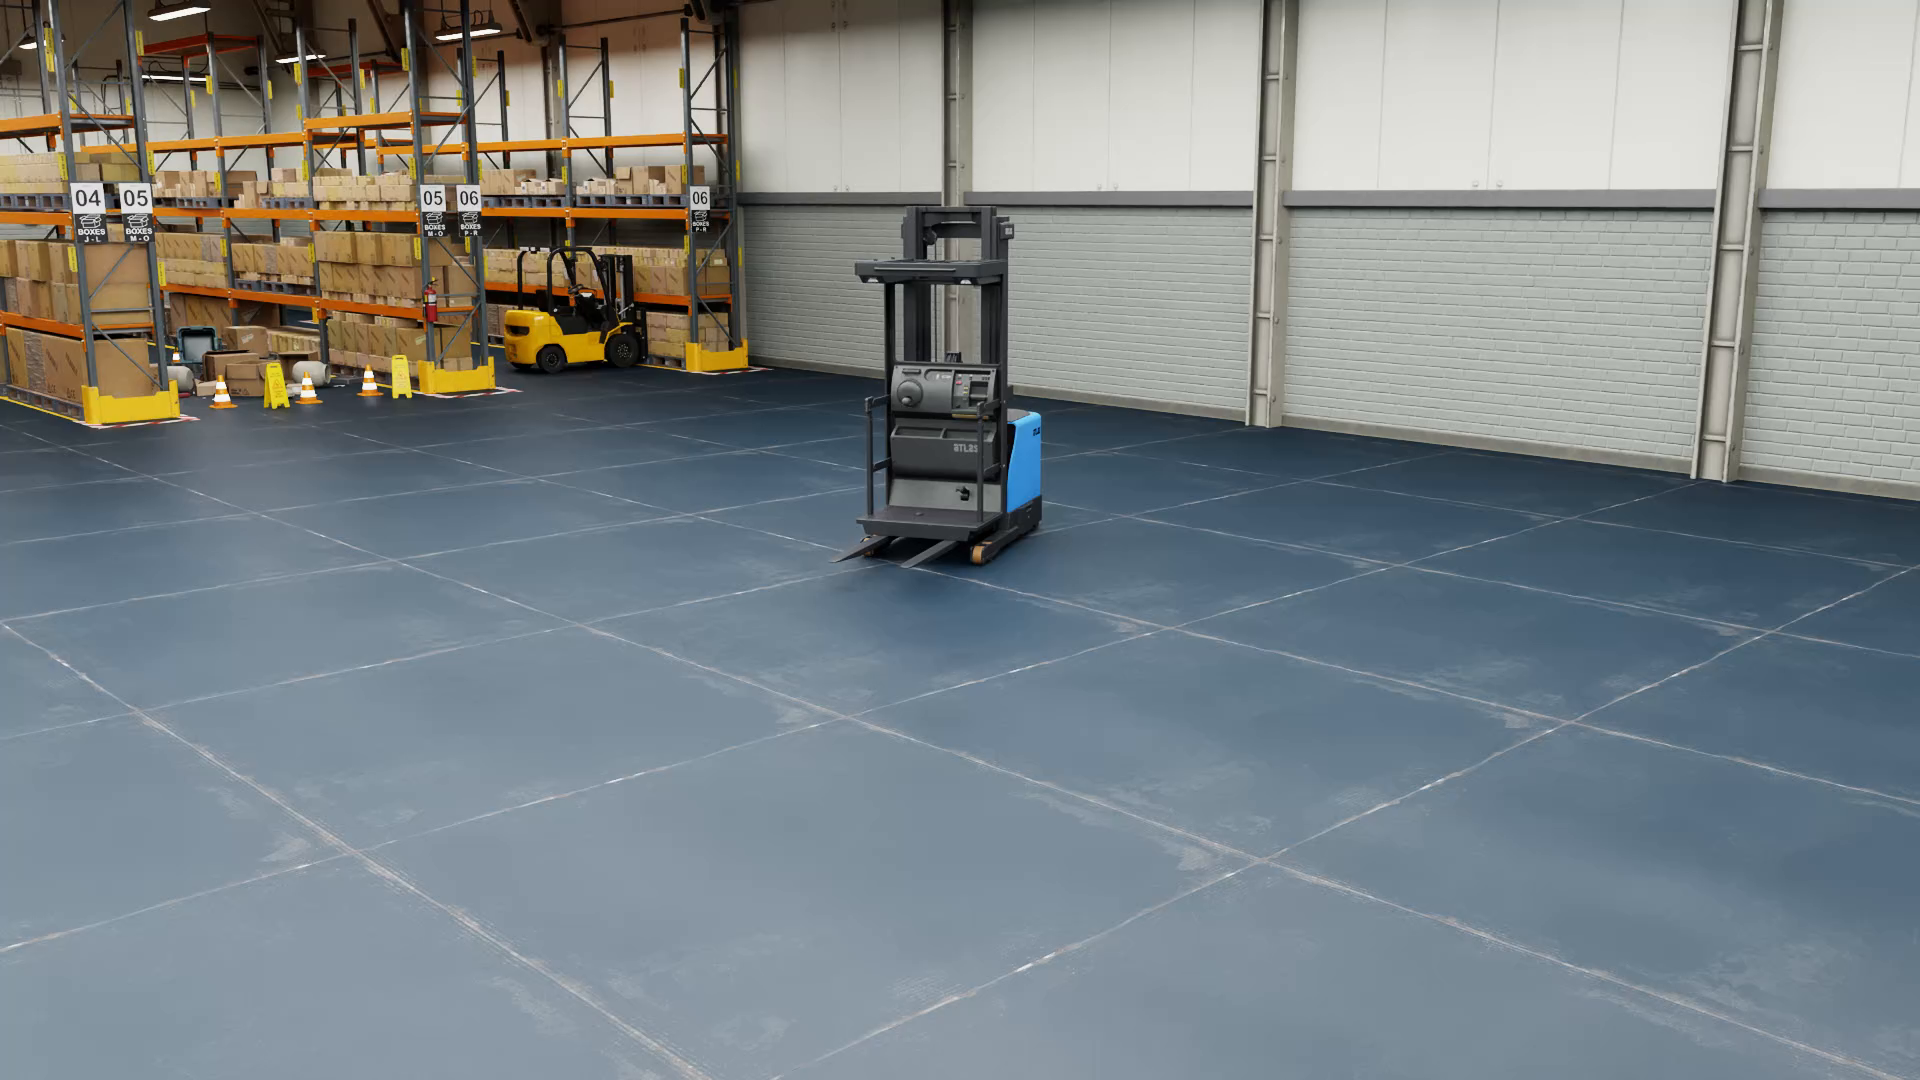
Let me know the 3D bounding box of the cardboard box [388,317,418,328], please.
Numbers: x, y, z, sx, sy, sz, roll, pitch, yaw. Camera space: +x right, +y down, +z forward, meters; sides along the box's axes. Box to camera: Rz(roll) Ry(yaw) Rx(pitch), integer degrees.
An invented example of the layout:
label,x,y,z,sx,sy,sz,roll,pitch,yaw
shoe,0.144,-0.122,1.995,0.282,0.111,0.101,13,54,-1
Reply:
label,x,y,z,sx,sy,sz,roll,pitch,yaw
cardboard box,-8.992,-3.516,26.851,0.380,0.149,0.250,-10,15,-41

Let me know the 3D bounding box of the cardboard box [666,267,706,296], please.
label,x,y,z,sx,sy,sz,roll,pitch,yaw
cardboard box,-4.891,-4.624,29.672,0.500,0.500,0.500,-11,16,-44

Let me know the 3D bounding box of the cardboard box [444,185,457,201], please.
label,x,y,z,sx,sy,sz,roll,pitch,yaw
cardboard box,-8.103,-5.499,26.370,0.500,0.250,0.500,-11,16,-44

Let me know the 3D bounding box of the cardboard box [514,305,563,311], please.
label,x,y,z,sx,sy,sz,roll,pitch,yaw
cardboard box,-8.543,-4.464,33.990,0.625,0.625,0.875,11,16,43

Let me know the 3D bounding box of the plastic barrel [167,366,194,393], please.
label,x,y,z,sx,sy,sz,roll,pitch,yaw
plastic barrel,-12.328,-2.513,26.059,0.512,0.421,0.421,-1,12,-4

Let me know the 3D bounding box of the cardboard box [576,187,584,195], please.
label,x,y,z,sx,sy,sz,roll,pitch,yaw
cardboard box,-7.033,-6.616,31.491,0.380,0.149,0.250,-10,16,-41

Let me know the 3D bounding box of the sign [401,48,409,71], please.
label,x,y,z,sx,sy,sz,roll,pitch,yaw
sign,-8.364,-7.246,25.074,0.100,0.325,0.005,-11,16,-43

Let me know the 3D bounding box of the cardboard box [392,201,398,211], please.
label,x,y,z,sx,sy,sz,roll,pitch,yaw
cardboard box,-8.751,-5.282,26.303,0.380,0.149,0.250,-10,15,-41

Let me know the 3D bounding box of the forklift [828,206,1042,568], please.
label,x,y,z,sx,sy,sz,roll,pitch,yaw
forklift,-0.210,-1.316,14.033,1.130,2.935,3.031,4,12,19

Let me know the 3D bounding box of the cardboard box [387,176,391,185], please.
label,x,y,z,sx,sy,sz,roll,pitch,yaw
cardboard box,-8.873,-5.714,26.425,0.380,0.149,0.250,-11,16,-42

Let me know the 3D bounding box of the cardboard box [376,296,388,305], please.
label,x,y,z,sx,sy,sz,roll,pitch,yaw
cardboard box,-9.295,-3.926,27.155,0.380,0.149,0.250,-11,16,-43

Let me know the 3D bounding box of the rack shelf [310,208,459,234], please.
label,x,y,z,sx,sy,sz,roll,pitch,yaw
rack shelf,-9.329,-5.256,27.338,1.077,0.370,4.000,-11,16,-43

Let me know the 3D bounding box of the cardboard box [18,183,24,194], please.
label,x,y,z,sx,sy,sz,roll,pitch,yaw
cardboard box,-13.165,-5.005,23.670,0.380,0.149,0.250,-11,16,-42

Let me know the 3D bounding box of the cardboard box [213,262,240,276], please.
label,x,y,z,sx,sy,sz,roll,pitch,yaw
cardboard box,-13.991,-5.221,31.954,0.500,0.250,0.500,-11,16,-43

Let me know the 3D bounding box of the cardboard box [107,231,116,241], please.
label,x,y,z,sx,sy,sz,roll,pitch,yaw
cardboard box,-18.149,-6.463,36.121,0.500,0.500,0.500,-11,16,-43

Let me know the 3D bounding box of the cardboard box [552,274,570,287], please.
label,x,y,z,sx,sy,sz,roll,pitch,yaw
cardboard box,-7.660,-5.087,32.540,0.500,0.250,0.500,-10,16,-41

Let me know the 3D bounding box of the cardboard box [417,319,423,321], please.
label,x,y,z,sx,sy,sz,roll,pitch,yaw
cardboard box,-11.760,-5.020,36.999,0.500,0.500,0.500,11,16,43

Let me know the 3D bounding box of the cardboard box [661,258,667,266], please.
label,x,y,z,sx,sy,sz,roll,pitch,yaw
cardboard box,-5.136,-4.997,29.878,0.380,0.149,0.250,-11,16,-42

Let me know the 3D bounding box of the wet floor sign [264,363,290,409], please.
label,x,y,z,sx,sy,sz,roll,pitch,yaw
wet floor sign,-10.007,-2.261,24.288,0.232,0.644,0.267,8,14,35

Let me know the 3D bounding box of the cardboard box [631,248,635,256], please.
label,x,y,z,sx,sy,sz,roll,pitch,yaw
cardboard box,-5.824,-5.298,30.599,0.380,0.149,0.250,-11,16,-42

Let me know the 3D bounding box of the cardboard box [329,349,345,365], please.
label,x,y,z,sx,sy,sz,roll,pitch,yaw
cardboard box,-10.498,-3.166,28.619,0.500,0.250,0.500,11,16,43

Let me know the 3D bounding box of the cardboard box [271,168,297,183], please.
label,x,y,z,sx,sy,sz,roll,pitch,yaw
cardboard box,-11.924,-6.490,29.636,0.500,0.250,0.500,-11,16,-42

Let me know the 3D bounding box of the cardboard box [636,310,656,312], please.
label,x,y,z,sx,sy,sz,roll,pitch,yaw
cardboard box,-5.961,-4.133,30.833,0.500,0.250,0.500,-11,16,-44

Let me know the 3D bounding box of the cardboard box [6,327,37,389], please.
label,x,y,z,sx,sy,sz,roll,pitch,yaw
cardboard box,-13.837,-2.790,25.244,0.875,0.875,0.875,-11,16,-42

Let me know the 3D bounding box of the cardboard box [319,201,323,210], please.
label,x,y,z,sx,sy,sz,roll,pitch,yaw
cardboard box,-10.672,-5.697,28.316,0.380,0.149,0.250,-11,16,-43

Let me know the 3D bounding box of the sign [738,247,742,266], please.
label,x,y,z,sx,sy,sz,roll,pitch,yaw
sign,-3.955,-5.079,29.787,0.100,0.325,0.005,-11,16,-43

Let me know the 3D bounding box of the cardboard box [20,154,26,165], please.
label,x,y,z,sx,sy,sz,roll,pitch,yaw
cardboard box,-12.990,-5.358,23.411,0.380,0.149,0.250,-11,16,-42

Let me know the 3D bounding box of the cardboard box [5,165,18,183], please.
label,x,y,z,sx,sy,sz,roll,pitch,yaw
cardboard box,-13.387,-5.265,23.946,0.500,0.250,0.500,-11,16,-43

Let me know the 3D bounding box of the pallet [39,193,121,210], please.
label,x,y,z,sx,sy,sz,roll,pitch,yaw
pallet,-11.978,-4.675,22.956,1.003,0.211,1.213,-11,16,-43

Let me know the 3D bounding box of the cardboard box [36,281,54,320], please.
label,x,y,z,sx,sy,sz,roll,pitch,yaw
cardboard box,-12.835,-3.512,24.152,0.875,0.550,0.500,-11,16,-43

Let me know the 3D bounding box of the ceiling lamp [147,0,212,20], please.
label,x,y,z,sx,sy,sz,roll,pitch,yaw
ceiling lamp,-12.197,-9.904,26.218,0.800,3.185,2.000,-11,16,-43

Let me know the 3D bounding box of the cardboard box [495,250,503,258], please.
label,x,y,z,sx,sy,sz,roll,pitch,yaw
cardboard box,-9.308,-5.877,34.148,0.380,0.149,0.250,-11,16,-42

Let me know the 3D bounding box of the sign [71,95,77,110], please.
label,x,y,z,sx,sy,sz,roll,pitch,yaw
sign,-19.403,-9.579,36.398,0.100,0.325,0.005,-11,16,-43

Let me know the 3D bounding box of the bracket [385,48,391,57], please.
label,x,y,z,sx,sy,sz,roll,pitch,yaw
bracket,-13.020,-11.230,38.200,0.235,0.232,0.430,-11,16,-43

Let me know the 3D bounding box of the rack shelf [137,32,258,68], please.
label,x,y,z,sx,sy,sz,roll,pitch,yaw
rack shelf,-14.854,-9.520,32.367,1.077,0.370,4.000,-11,16,-43

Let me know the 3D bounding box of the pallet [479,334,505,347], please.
label,x,y,z,sx,sy,sz,roll,pitch,yaw
pallet,-9.345,-4.216,34.850,1.003,0.211,1.213,-11,16,-43

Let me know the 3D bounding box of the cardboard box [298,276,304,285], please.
label,x,y,z,sx,sy,sz,roll,pitch,yaw
cardboard box,-11.435,-4.591,29.344,0.250,0.149,0.380,11,16,43

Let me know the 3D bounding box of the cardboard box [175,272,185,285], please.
label,x,y,z,sx,sy,sz,roll,pitch,yaw
cardboard box,-15.422,-5.272,33.437,0.500,0.250,0.500,-11,16,-43

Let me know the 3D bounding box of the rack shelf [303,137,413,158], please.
label,x,y,z,sx,sy,sz,roll,pitch,yaw
rack shelf,-14.029,-9.167,38.896,1.077,0.370,4.000,-11,16,-43

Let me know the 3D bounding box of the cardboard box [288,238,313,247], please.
label,x,y,z,sx,sy,sz,roll,pitch,yaw
cardboard box,-11.678,-5.284,29.490,0.250,0.149,0.380,11,16,43

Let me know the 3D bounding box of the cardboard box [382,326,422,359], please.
label,x,y,z,sx,sy,sz,roll,pitch,yaw
cardboard box,-9.053,-3.230,27.069,0.500,0.500,0.500,-10,15,-40

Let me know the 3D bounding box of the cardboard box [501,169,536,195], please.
label,x,y,z,sx,sy,sz,roll,pitch,yaw
cardboard box,-8.859,-7.191,33.414,0.500,0.500,0.500,-10,16,-41

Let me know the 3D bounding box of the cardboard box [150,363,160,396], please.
label,x,y,z,sx,sy,sz,roll,pitch,yaw
cardboard box,-12.407,-2.420,25.411,0.500,0.500,0.500,-8,14,-33

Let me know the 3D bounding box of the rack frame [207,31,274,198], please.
label,x,y,z,sx,sy,sz,roll,pitch,yaw
rack frame,-13.473,-7.953,31.213,1.000,3.000,0.127,-11,16,-43

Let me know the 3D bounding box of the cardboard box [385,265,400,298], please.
label,x,y,z,sx,sy,sz,roll,pitch,yaw
cardboard box,-8.865,-4.156,26.667,0.500,0.500,0.500,-11,16,-42

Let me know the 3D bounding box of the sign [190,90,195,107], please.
label,x,y,z,sx,sy,sz,roll,pitch,yaw
sign,-15.851,-9.110,34.319,0.100,0.325,0.005,-11,16,-43

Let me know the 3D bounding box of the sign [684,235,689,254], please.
label,x,y,z,sx,sy,sz,roll,pitch,yaw
sign,-4.763,-5.149,29.013,0.100,0.325,0.005,-11,16,-43

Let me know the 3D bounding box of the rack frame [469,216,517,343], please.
label,x,y,z,sx,sy,sz,roll,pitch,yaw
rack frame,-9.886,-5.707,35.178,1.000,3.000,0.127,-11,16,-43

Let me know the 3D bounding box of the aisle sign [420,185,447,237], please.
label,x,y,z,sx,sy,sz,roll,pitch,yaw
aisle sign,-8.115,-5.071,25.649,0.394,0.787,0.004,-11,16,-43

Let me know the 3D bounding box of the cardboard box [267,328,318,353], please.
label,x,y,z,sx,sy,sz,roll,pitch,yaw
cardboard box,-12.575,-3.743,31.117,0.950,0.372,0.625,-11,16,-44
